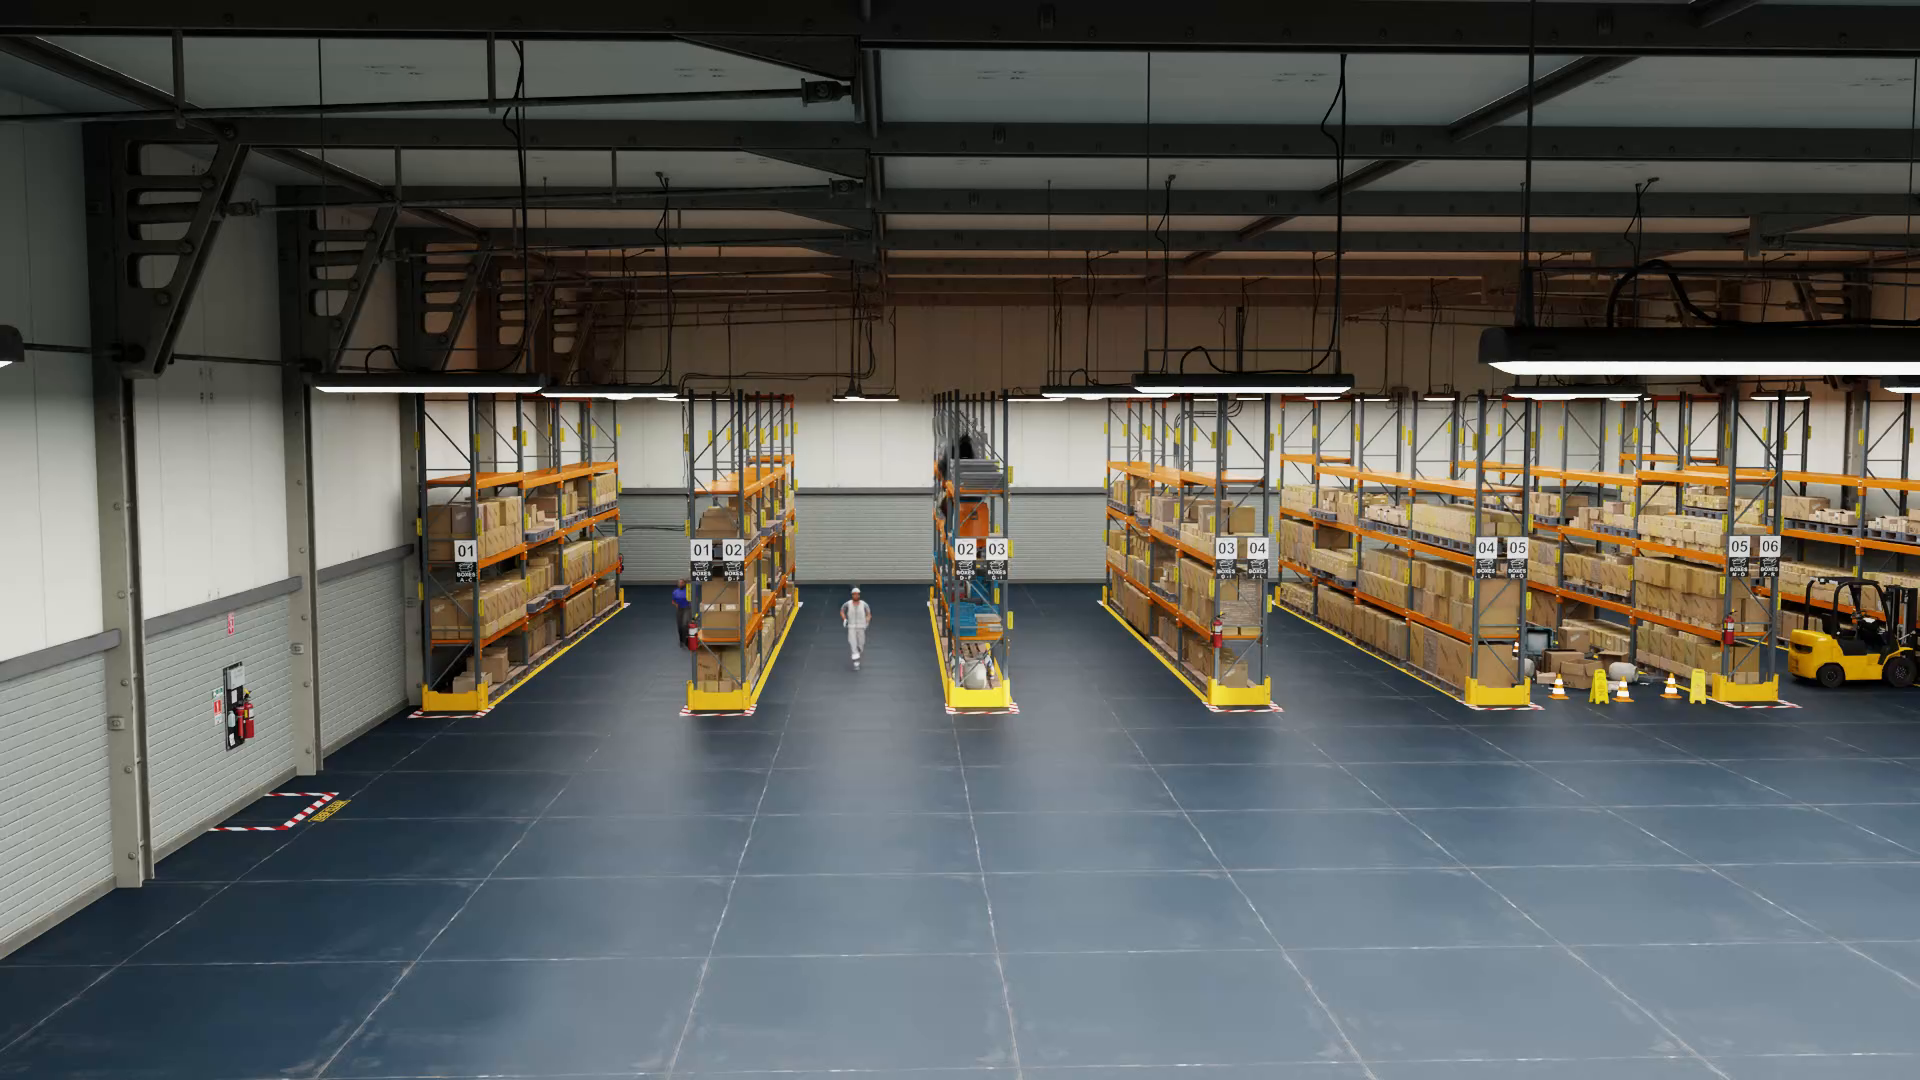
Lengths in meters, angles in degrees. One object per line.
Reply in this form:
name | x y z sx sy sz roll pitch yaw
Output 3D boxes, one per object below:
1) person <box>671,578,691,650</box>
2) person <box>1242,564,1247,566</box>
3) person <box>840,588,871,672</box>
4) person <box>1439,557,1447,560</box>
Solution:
person | -6.503 1.735 39.015 0.524 1.703 0.767 0 5 5
person | 7.953 0.998 47.820 0.688 1.794 0.794 1 5 16
person | -2.258 1.919 35.978 0.655 1.774 0.845 -1 5 -7
person | 14.433 0.907 49.324 0.645 1.624 0.614 1 5 12
